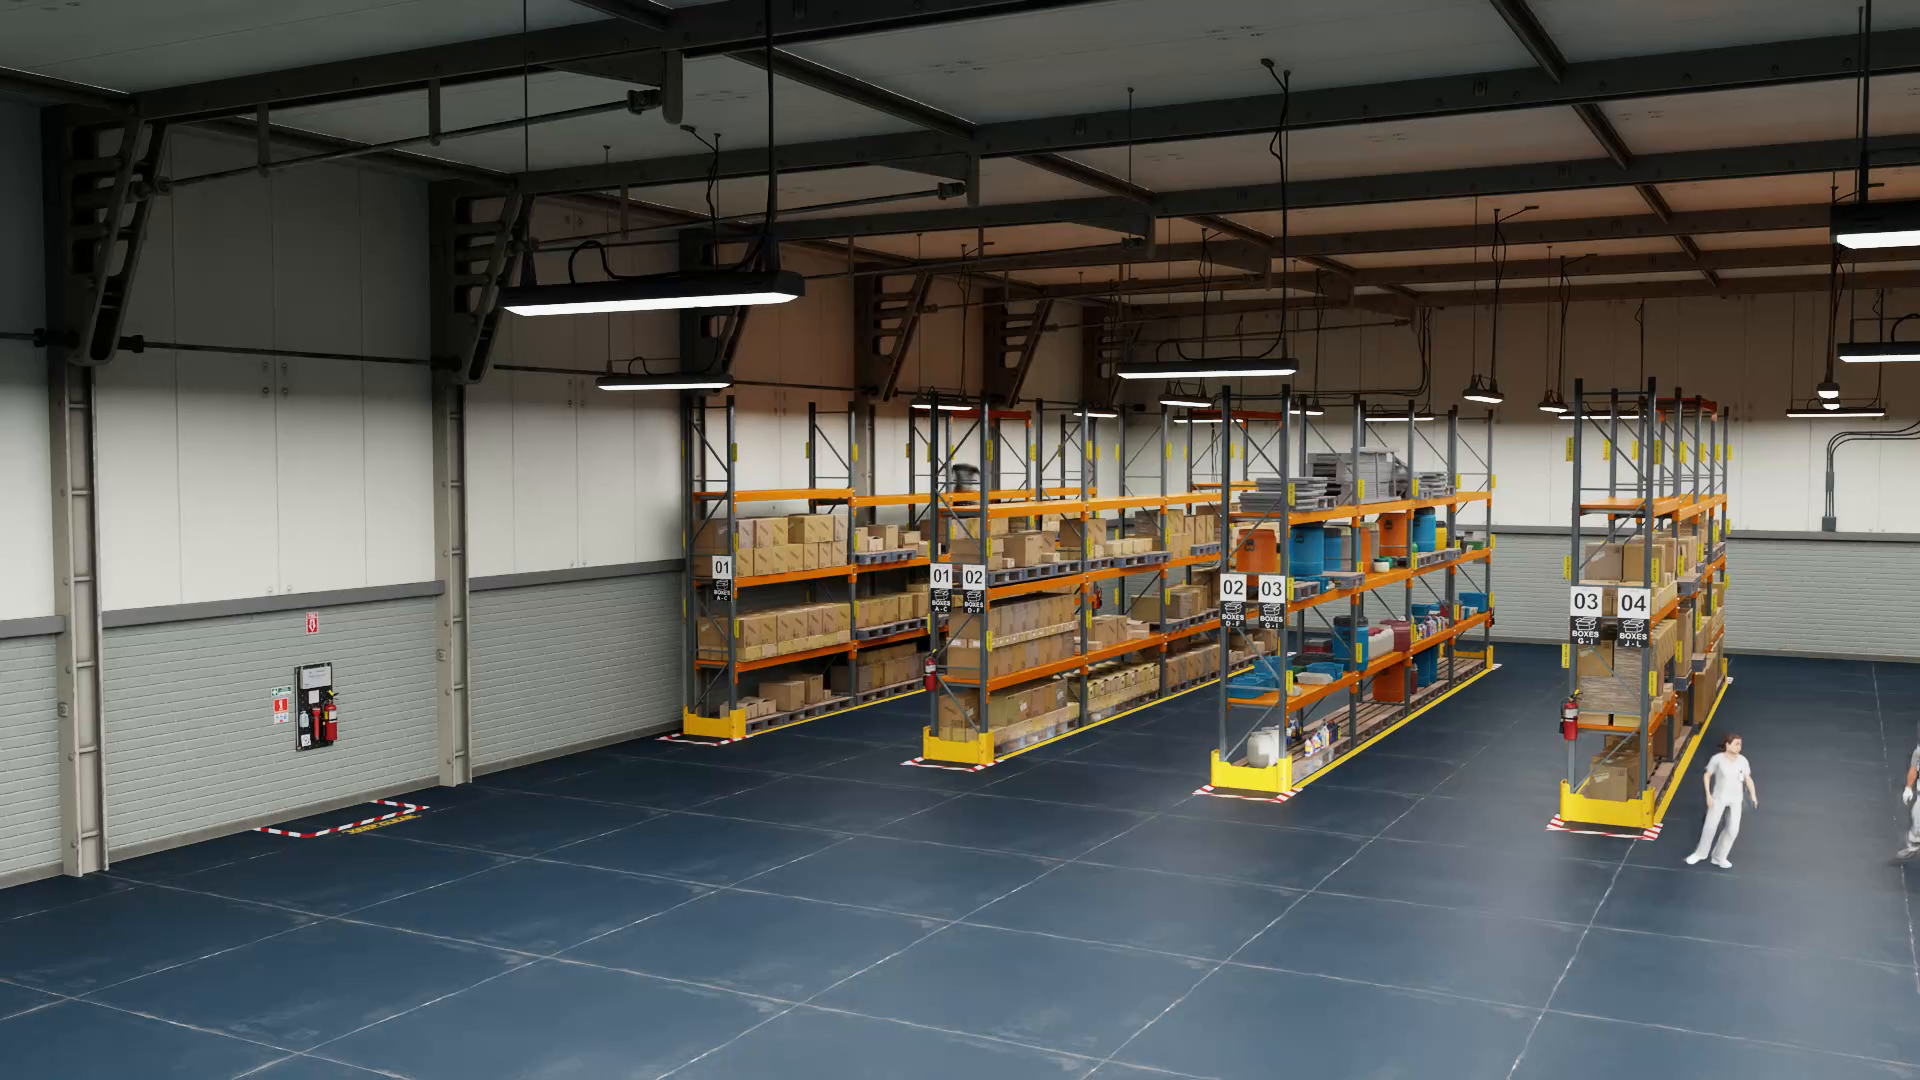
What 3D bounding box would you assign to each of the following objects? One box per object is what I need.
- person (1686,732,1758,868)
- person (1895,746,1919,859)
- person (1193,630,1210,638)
[{"bbox_3d":[9.140,3.129,19.946,0.712,1.645,0.561,0,3,0],"label":"person"},{"bbox_3d":[11.639,3.069,19.953,0.669,1.813,0.452,1,3,14],"label":"person"},{"bbox_3d":[6.480,1.835,44.277,0.670,1.681,0.710,-2,4,-33],"label":"person"}]
